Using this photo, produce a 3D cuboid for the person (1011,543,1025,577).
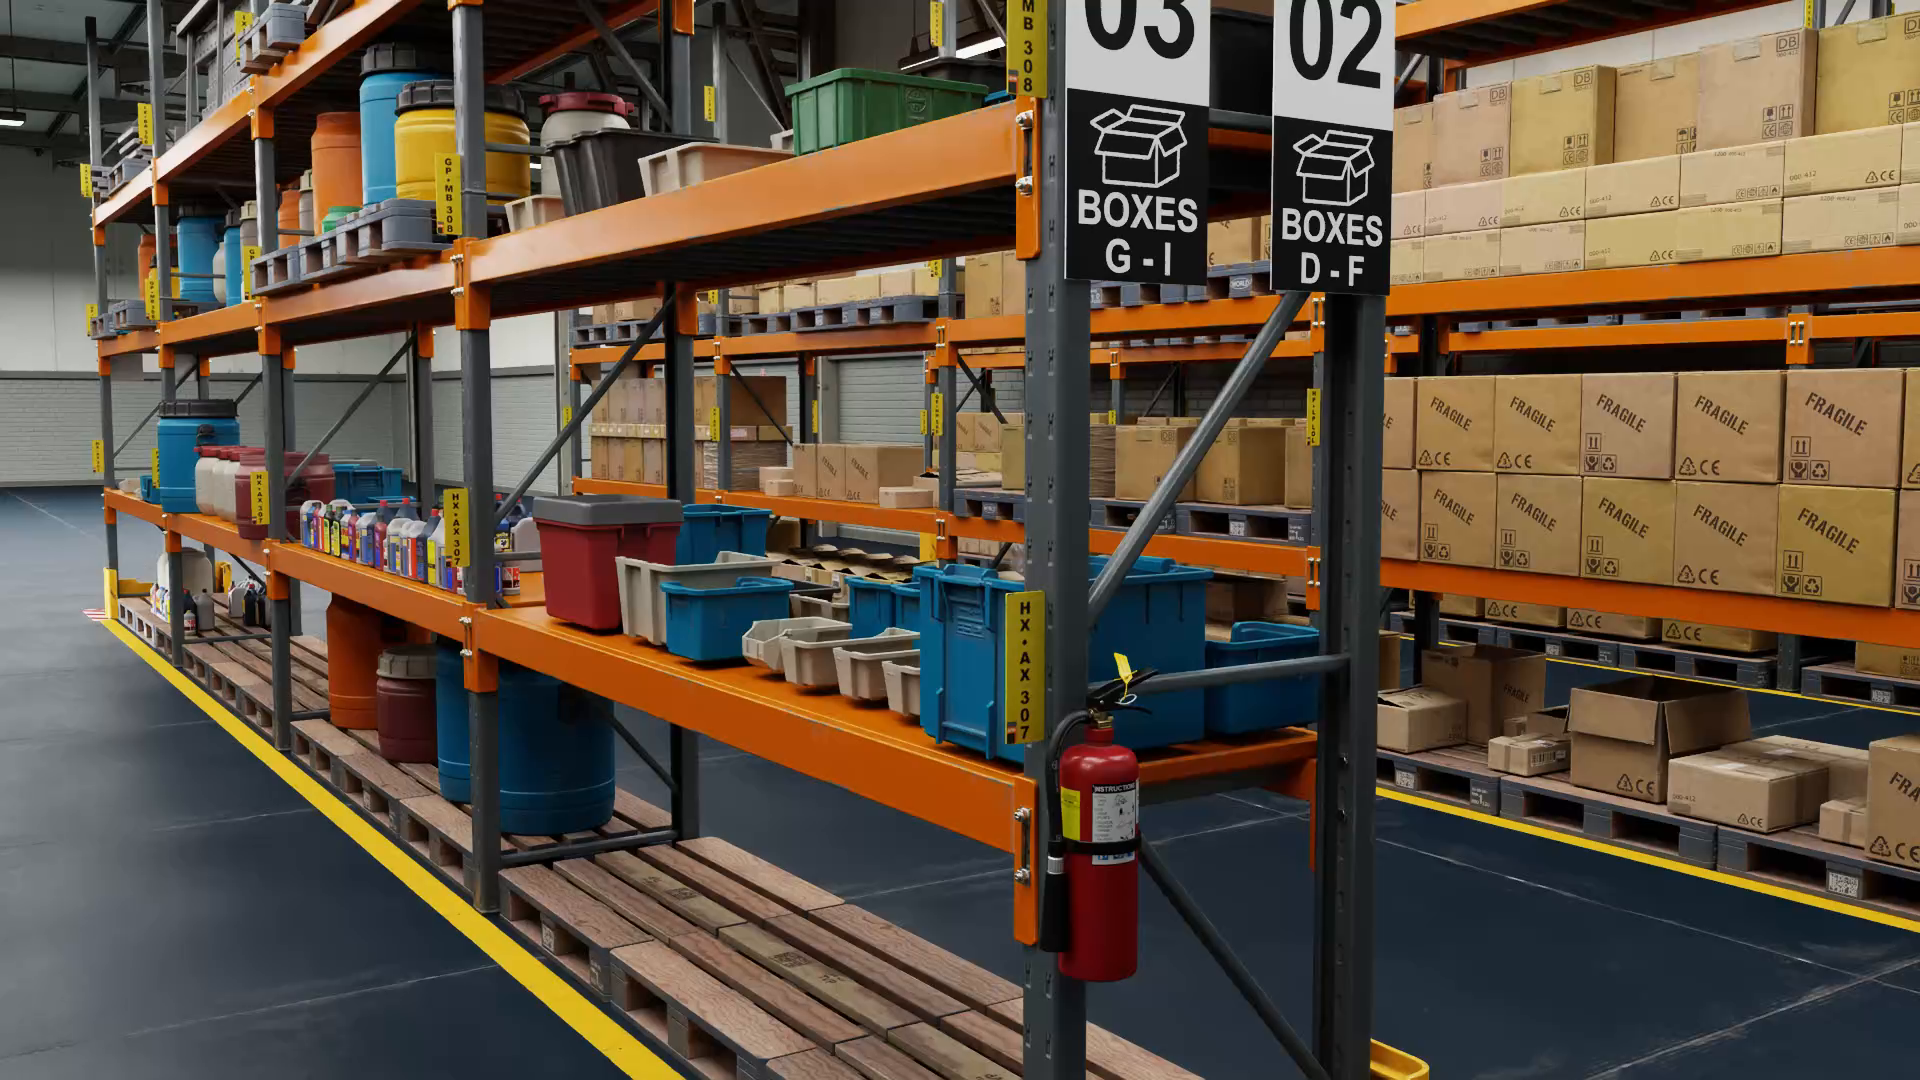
[{"bbox_3d":[0.685,-0.008,15.772,0.528,1.777,0.358,-3,5,-33],"label":"person"}]
